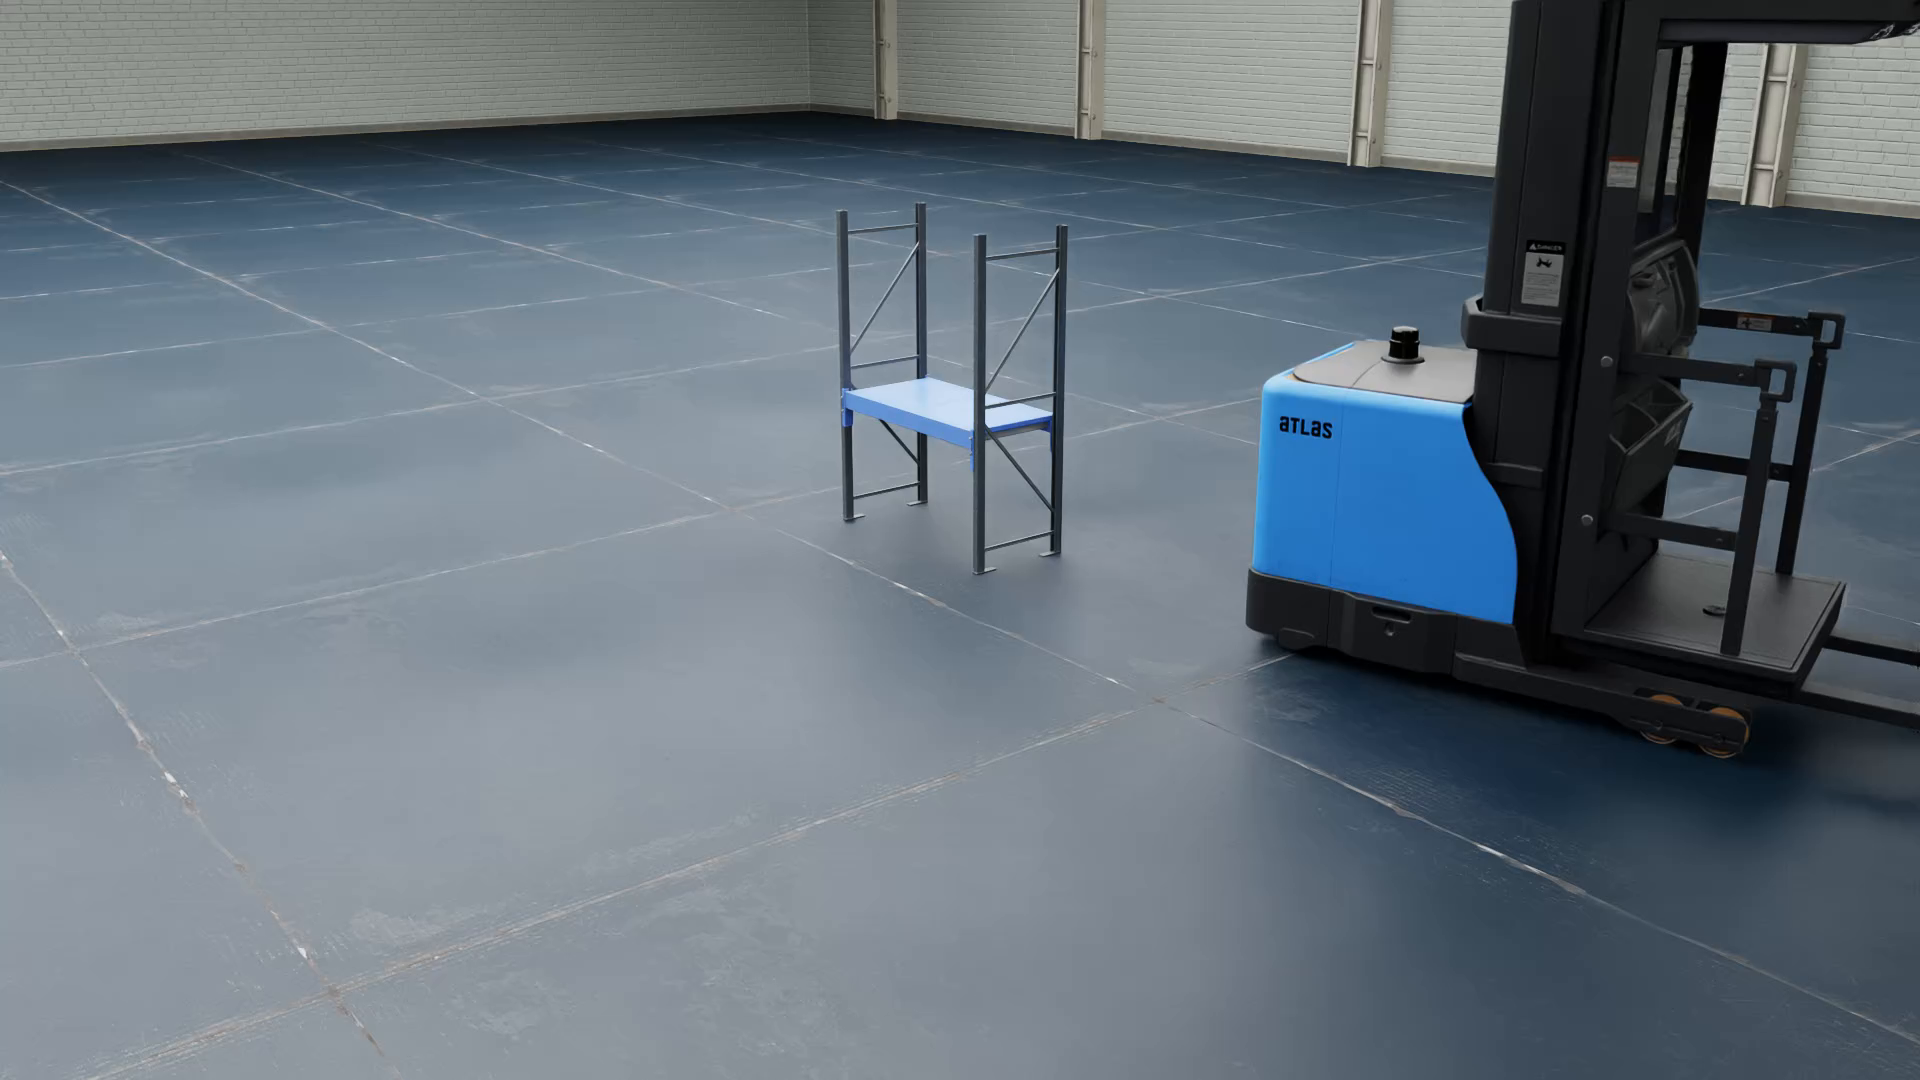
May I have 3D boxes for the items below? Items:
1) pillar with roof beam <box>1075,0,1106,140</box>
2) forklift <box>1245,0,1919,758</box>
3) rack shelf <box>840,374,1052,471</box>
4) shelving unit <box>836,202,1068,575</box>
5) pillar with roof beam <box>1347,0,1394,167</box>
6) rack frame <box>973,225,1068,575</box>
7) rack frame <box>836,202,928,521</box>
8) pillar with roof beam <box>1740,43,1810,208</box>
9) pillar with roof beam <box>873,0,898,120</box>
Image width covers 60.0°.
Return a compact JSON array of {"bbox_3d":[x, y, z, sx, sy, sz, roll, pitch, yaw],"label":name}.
[{"bbox_3d":[-1.133,-10.435,25.062,9.100,9.000,0.400,-14,23,-36],"label":"pillar with roof beam"},{"bbox_3d":[2.639,-0.843,5.745,3.031,2.935,1.130,12,22,33],"label":"forklift"},{"bbox_3d":[-0.053,-0.562,7.747,0.538,0.185,1.000,-14,23,-36],"label":"rack shelf"},{"bbox_3d":[-0.053,-0.733,7.690,0.538,1.500,1.048,-14,23,-36],"label":"shelving unit"},{"bbox_3d":[2.592,-8.957,20.597,9.100,9.000,0.400,-14,23,-36],"label":"pillar with roof beam"},{"bbox_3d":[0.263,-0.608,7.312,0.500,1.500,0.032,-14,23,-36],"label":"rack frame"},{"bbox_3d":[-0.369,-0.858,8.068,0.500,1.500,0.032,-14,23,-36],"label":"rack frame"},{"bbox_3d":[6.318,-7.478,16.132,9.100,9.000,0.400,-14,23,-36],"label":"pillar with roof beam"},{"bbox_3d":[-4.858,-11.914,29.526,9.100,9.000,0.400,-14,23,-36],"label":"pillar with roof beam"}]
